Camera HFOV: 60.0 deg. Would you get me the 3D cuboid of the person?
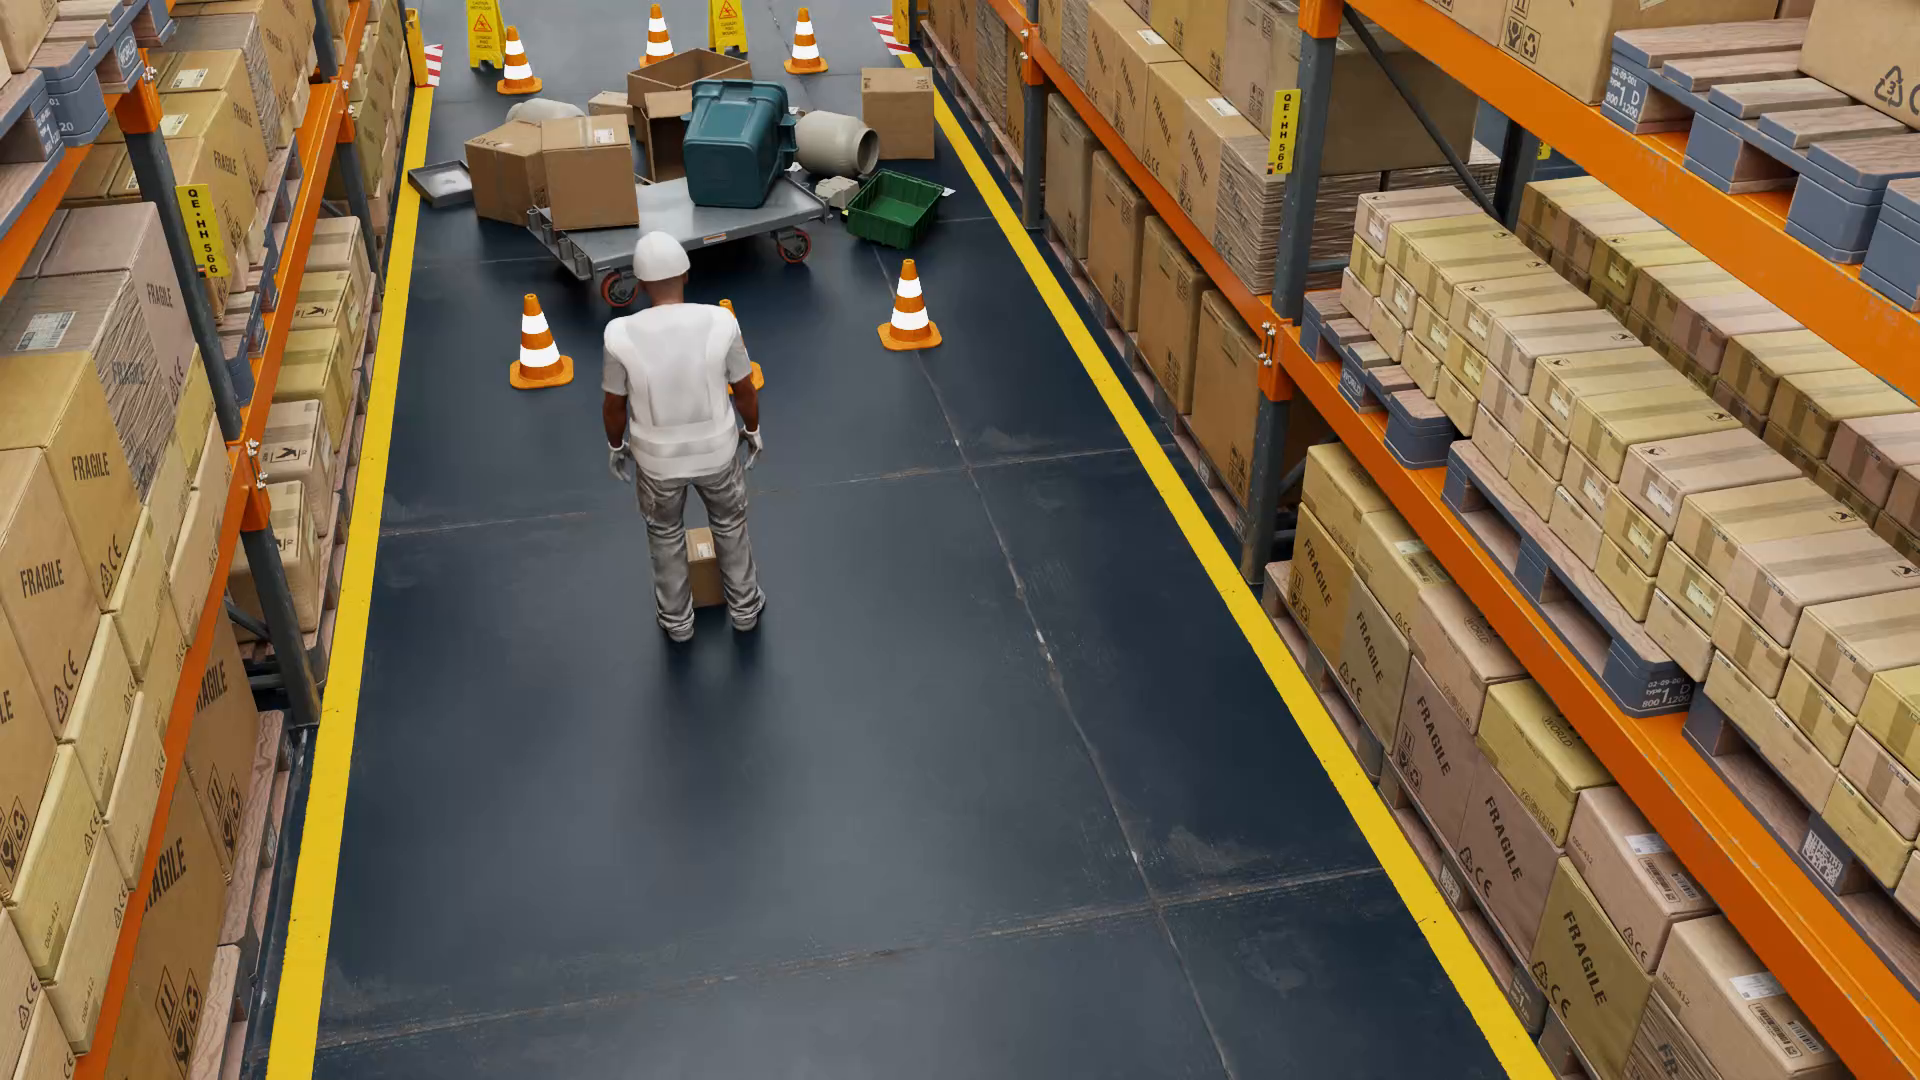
[{"bbox_3d":[-1.103,-0.381,6.696,0.619,1.774,0.446,-7,35,-10],"label":"person"}]
